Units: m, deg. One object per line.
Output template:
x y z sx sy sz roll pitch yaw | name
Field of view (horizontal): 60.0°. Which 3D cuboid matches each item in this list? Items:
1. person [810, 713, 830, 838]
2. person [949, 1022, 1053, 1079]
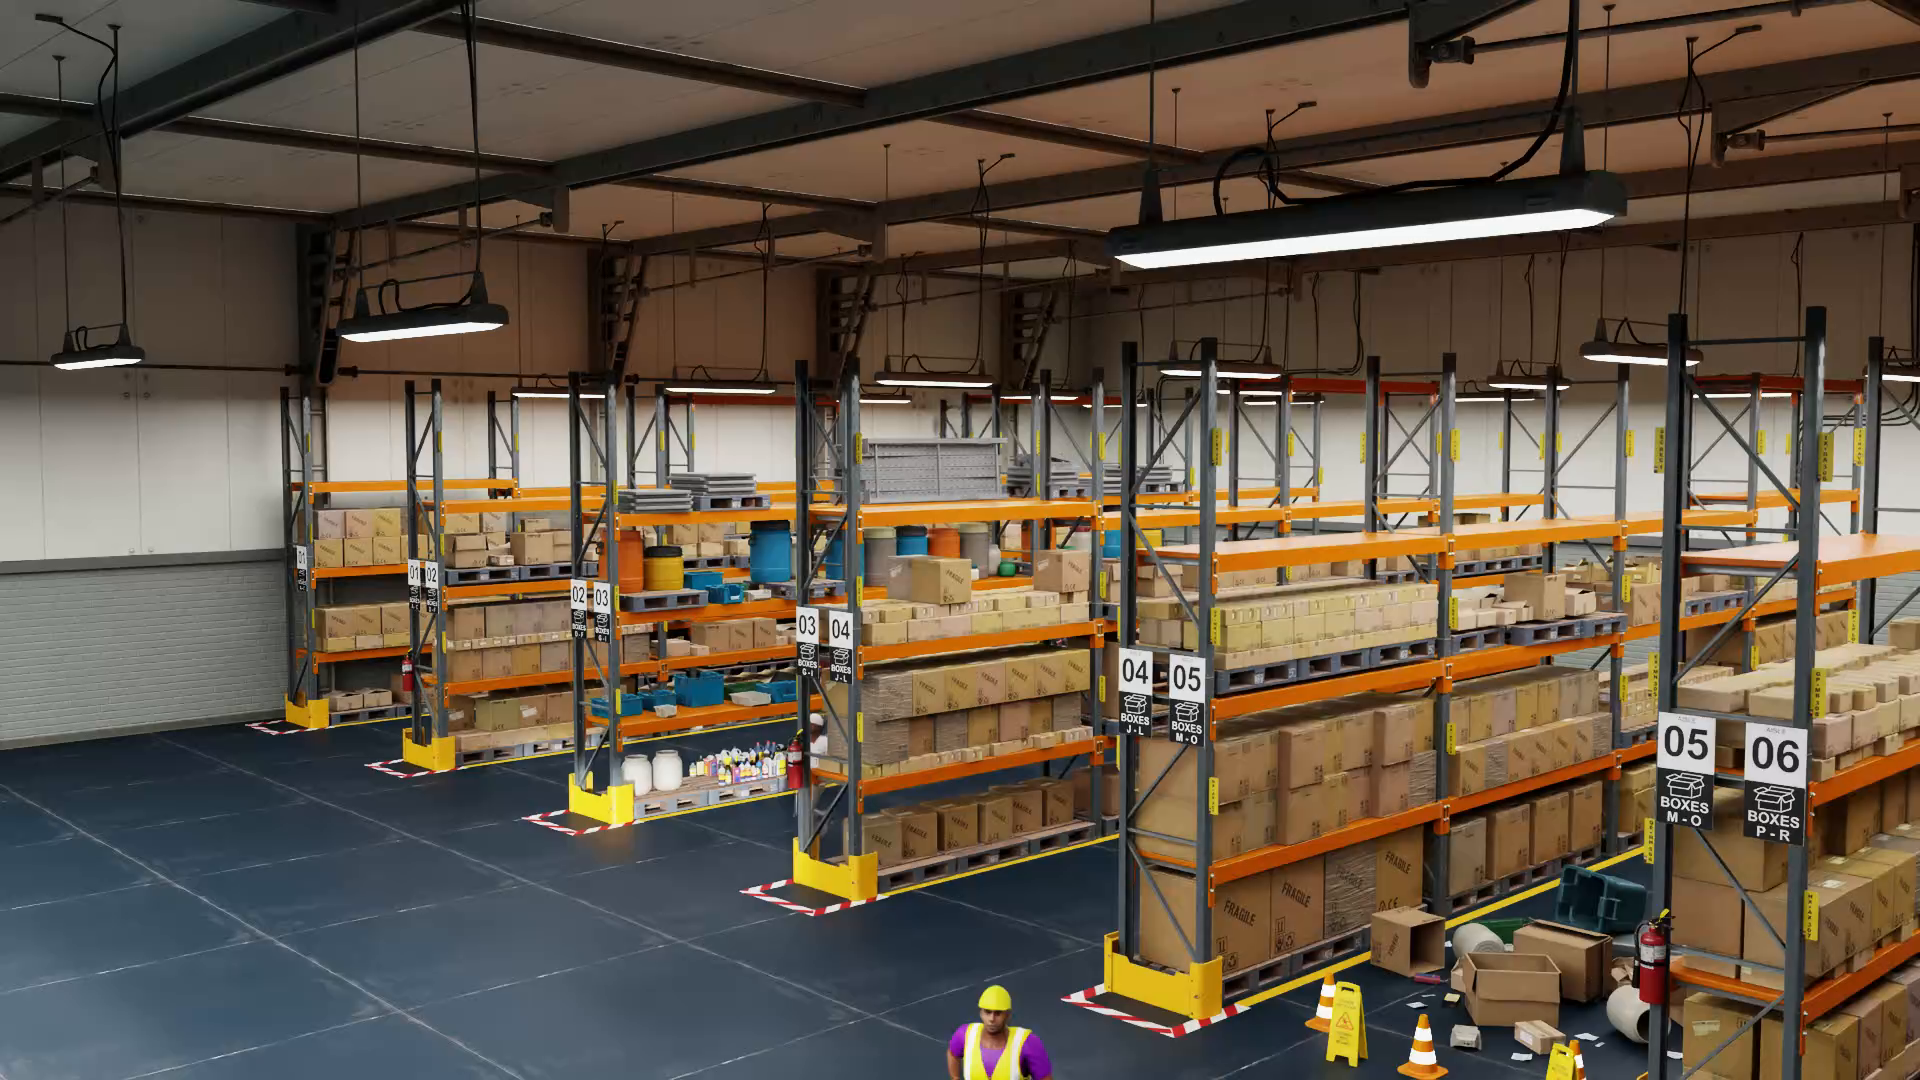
-0.682 3.599 11.162 13.762 1.720 14.567 3 5 36 | person
0.244 3.748 10.265 0.658 1.558 0.848 0 4 5 | person
